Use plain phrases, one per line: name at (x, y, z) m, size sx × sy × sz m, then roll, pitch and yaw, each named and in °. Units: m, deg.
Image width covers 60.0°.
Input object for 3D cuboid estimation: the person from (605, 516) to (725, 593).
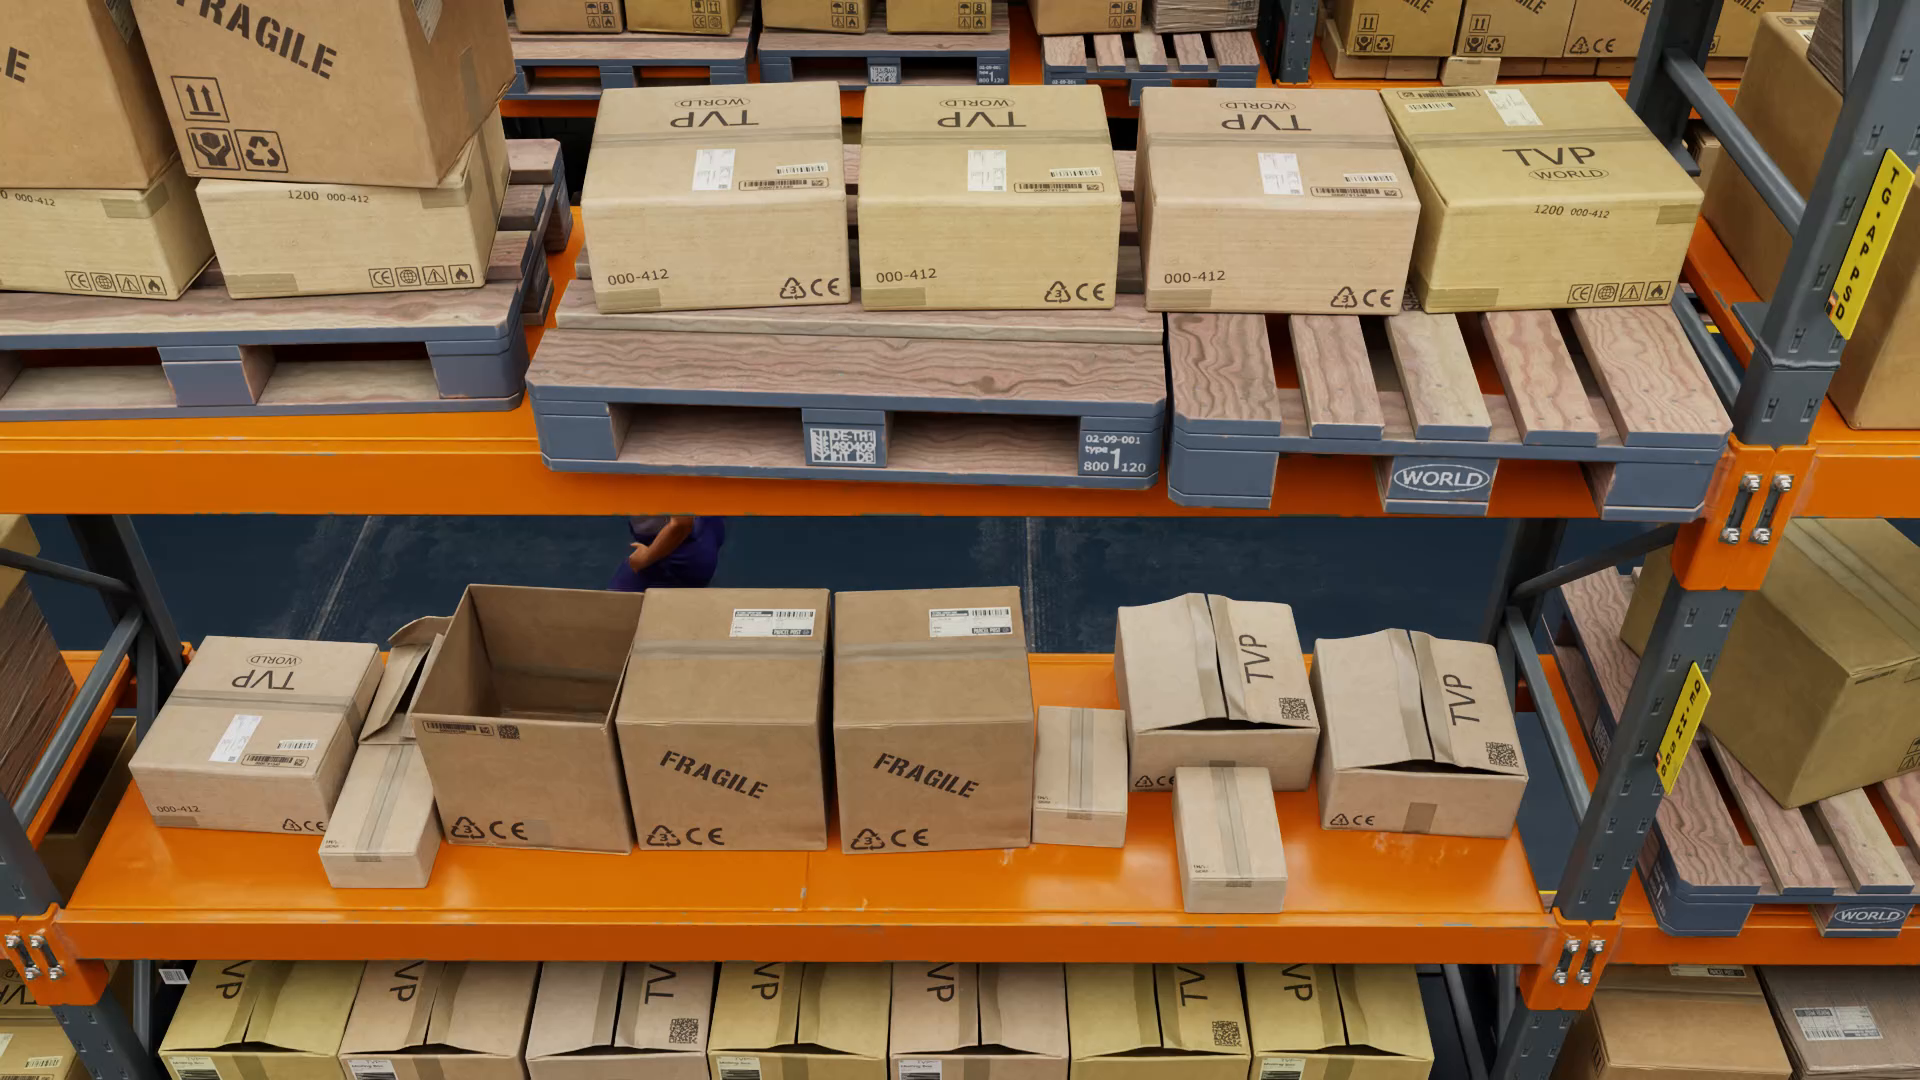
person at (-1.121, 0.040, 6.147) m, size 0.533 × 1.611 × 0.774 m, roll -1°, pitch 40°, yaw -2°
